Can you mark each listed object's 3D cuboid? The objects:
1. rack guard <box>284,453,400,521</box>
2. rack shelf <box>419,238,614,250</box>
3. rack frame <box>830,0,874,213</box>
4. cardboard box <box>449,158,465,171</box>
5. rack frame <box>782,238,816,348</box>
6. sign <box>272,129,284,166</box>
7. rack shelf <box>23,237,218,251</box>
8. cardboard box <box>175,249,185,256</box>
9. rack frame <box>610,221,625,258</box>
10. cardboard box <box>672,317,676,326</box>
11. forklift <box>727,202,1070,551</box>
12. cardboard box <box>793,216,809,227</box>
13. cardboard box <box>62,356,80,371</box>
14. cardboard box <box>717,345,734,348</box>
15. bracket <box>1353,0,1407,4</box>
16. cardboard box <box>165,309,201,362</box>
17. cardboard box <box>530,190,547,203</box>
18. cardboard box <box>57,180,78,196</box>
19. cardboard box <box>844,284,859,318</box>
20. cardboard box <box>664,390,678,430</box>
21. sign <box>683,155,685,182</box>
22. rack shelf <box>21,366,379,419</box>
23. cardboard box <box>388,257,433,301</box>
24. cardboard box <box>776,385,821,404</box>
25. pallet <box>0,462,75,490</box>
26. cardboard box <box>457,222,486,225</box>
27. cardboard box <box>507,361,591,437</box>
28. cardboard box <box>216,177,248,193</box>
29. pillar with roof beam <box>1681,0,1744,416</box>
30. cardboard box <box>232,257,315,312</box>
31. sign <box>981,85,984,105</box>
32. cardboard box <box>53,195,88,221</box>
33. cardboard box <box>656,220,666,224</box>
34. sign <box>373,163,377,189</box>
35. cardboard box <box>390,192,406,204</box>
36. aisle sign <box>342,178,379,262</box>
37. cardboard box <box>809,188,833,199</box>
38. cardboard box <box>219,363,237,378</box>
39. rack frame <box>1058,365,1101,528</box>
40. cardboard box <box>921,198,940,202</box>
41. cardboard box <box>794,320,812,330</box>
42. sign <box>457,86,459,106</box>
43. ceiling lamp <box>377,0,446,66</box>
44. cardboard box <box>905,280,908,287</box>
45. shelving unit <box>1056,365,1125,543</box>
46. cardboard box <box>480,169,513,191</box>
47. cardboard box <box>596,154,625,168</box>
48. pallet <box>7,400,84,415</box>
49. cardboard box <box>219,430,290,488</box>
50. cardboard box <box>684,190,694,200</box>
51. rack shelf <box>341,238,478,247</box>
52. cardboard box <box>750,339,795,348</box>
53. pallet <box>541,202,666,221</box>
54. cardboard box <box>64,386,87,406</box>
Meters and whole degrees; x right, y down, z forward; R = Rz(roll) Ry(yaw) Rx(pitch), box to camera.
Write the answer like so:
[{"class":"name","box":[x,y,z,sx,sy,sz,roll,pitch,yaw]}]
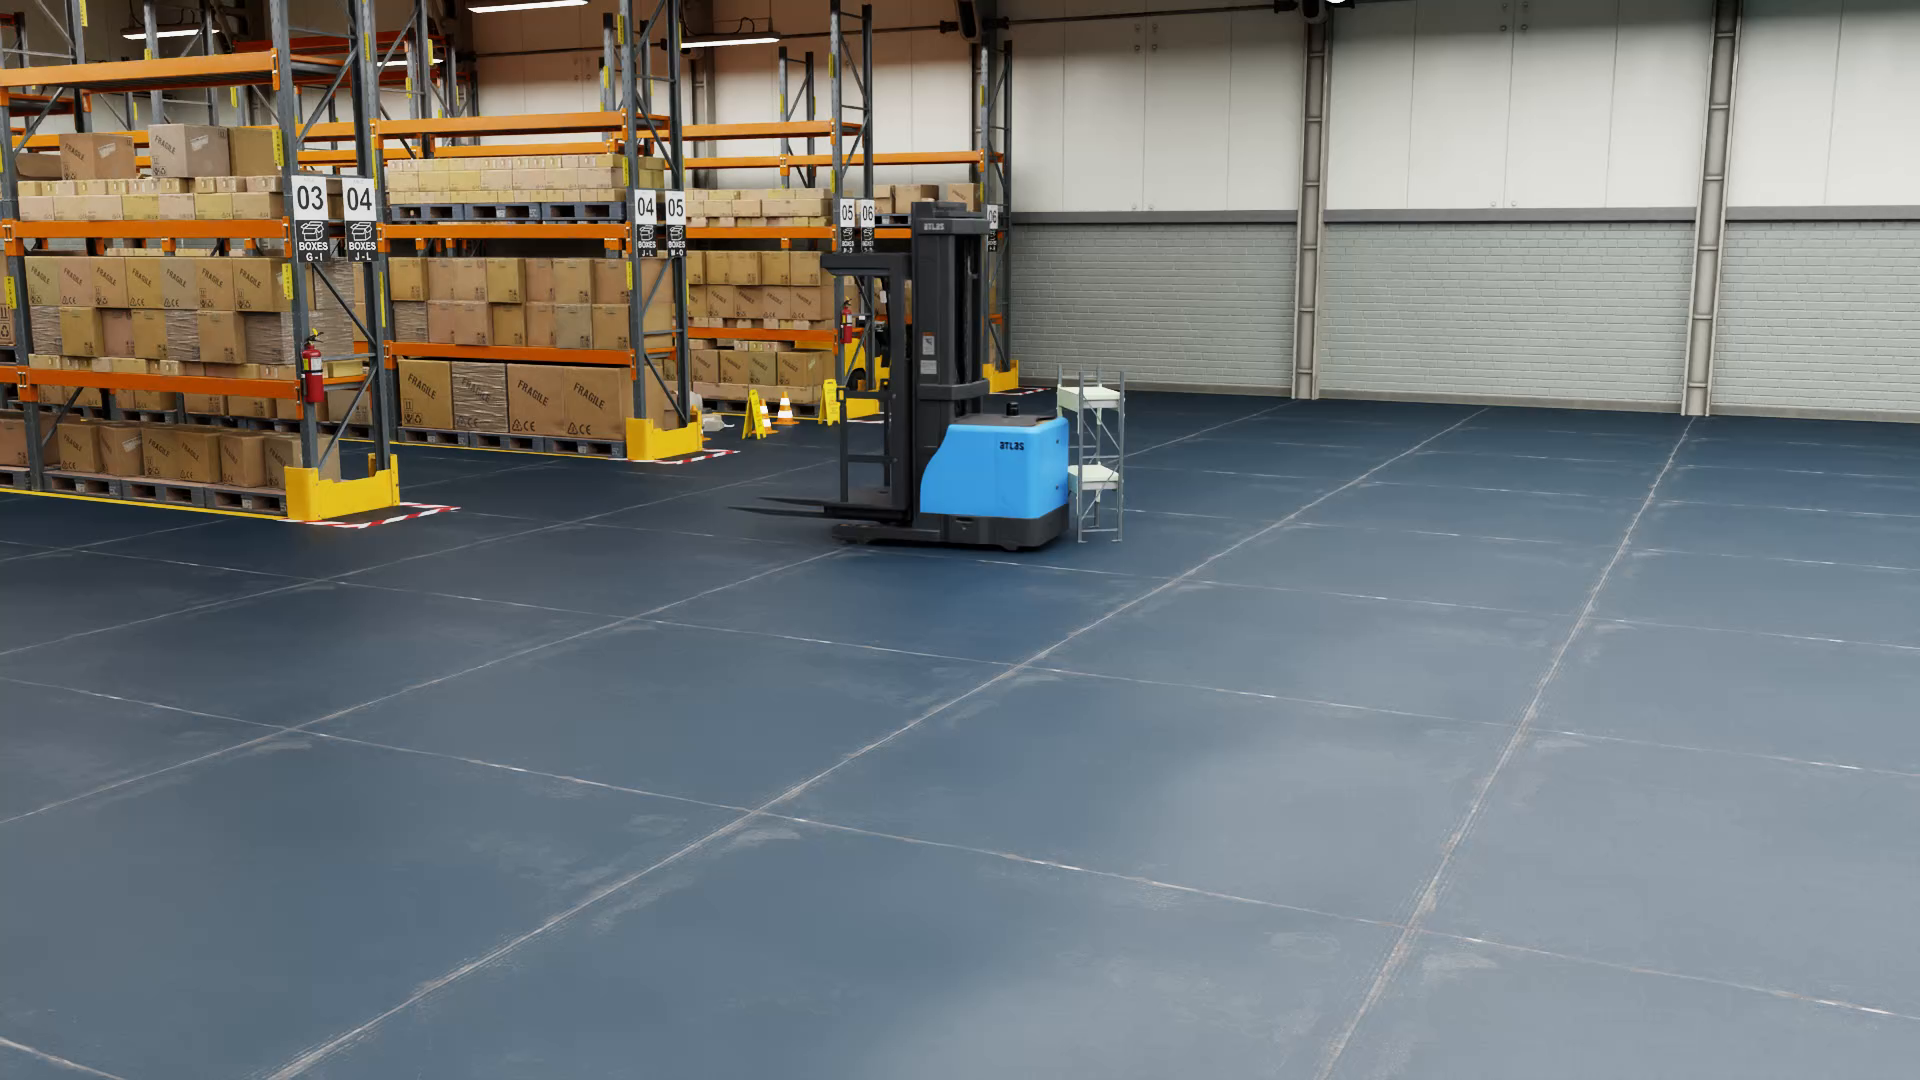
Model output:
[{"class":"rack guard","box":[-6.017,-0.526,16.232,0.348,0.500,1.175,5,11,26]},{"class":"rack shelf","box":[-6.945,-4.927,27.131,4.000,0.370,1.077,5,11,26]},{"class":"rack frame","box":[-1.564,-6.285,24.187,0.127,3.000,1.000,5,11,26]},{"class":"cardboard box","box":[-6.160,-4.687,20.788,0.250,0.149,0.380,5,11,26]},{"class":"rack frame","box":[-2.958,-4.441,30.845,0.127,3.000,1.000,5,11,26]},{"class":"sign","box":[-6.212,-3.575,15.150,0.005,0.325,0.100,5,11,26]},{"class":"rack shelf","box":[-12.631,-4.444,24.460,4.000,0.370,1.077,5,11,26]},{"class":"cardboard box","box":[-14.088,-5.240,30.350,0.250,0.149,0.380,5,11,26]},{"class":"rack frame","box":[-5.151,-3.648,26.463,0.127,3.000,1.000,5,11,26]},{"class":"cardboard box","box":[-4.303,-3.395,25.774,0.250,0.149,0.380,5,12,28]},{"class":"forklift","box":[-0.594,-1.489,14.725,3.031,2.935,1.130,4,11,20]},{"class":"cardboard box","box":[-2.245,-4.683,24.465,0.250,0.149,0.380,5,11,26]},{"class":"cardboard box","box":[-9.021,-1.839,17.177,0.250,0.149,0.380,5,11,26]},{"class":"cardboard box","box":[-3.587,-2.787,26.142,0.500,0.500,0.500,6,12,29]},{"class":"bracket","box":[8.325,-8.281,25.112,4.783,0.066,0.076,5,11,26]},{"class":"cardboard box","box":[-7.361,-2.060,16.573,0.500,0.500,0.875,5,11,26]},{"class":"cardboard box","box":[-5.025,-4.195,20.307,0.250,0.149,0.380,5,11,25]},{"class":"cardboard box","box":[-8.877,-3.554,16.822,0.250,0.149,0.380,5,11,26]},{"class":"cardboard box","box":[-1.866,-3.610,25.137,0.500,0.500,0.500,5,11,25]},{"class":"cardboard box","box":[-4.259,-1.838,23.475,0.637,0.503,0.797,-2,11,-14]},{"class":"sign","box":[-3.413,-4.567,20.445,0.005,0.325,0.100,5,11,26]},{"class":"rack shelf","box":[-7.742,-1.554,16.911,4.000,0.370,1.077,5,11,26]},{"class":"cardboard box","box":[-6.935,-3.420,21.751,0.550,0.550,0.875,5,11,26]},{"class":"cardboard box","box":[-2.430,-2.209,25.054,0.500,0.250,0.500,5,11,26]},{"class":"pallet","box":[-10.235,-0.754,18.304,1.213,0.211,1.003,5,11,26]},{"class":"cardboard box","box":[-7.893,-5.412,27.507,0.500,0.500,0.700,5,11,26]},{"class":"cardboard box","box":[-5.091,-1.807,21.080,0.875,0.875,0.875,5,11,25]},{"class":"cardboard box","box":[-6.811,-3.364,15.772,0.250,0.149,0.380,4,11,23]},{"class":"pillar with roof beam","box":[9.260,-5.643,20.644,0.548,9.000,9.100,5,11,26]},{"class":"cardboard box","box":[-6.552,-2.441,15.874,0.500,0.500,0.500,5,11,26]},{"class":"sign","box":[0.376,-7.491,28.006,0.005,0.325,0.100,5,11,26]},{"class":"cardboard box","box":[-8.769,-3.350,16.817,0.500,0.250,0.500,5,11,25]},{"class":"cardboard box","box":[-4.499,-4.905,25.693,0.250,0.149,0.380,5,11,26]},{"class":"sign","box":[-7.482,-4.647,21.227,0.005,0.325,0.100,5,11,26]},{"class":"cardboard box","box":[-7.075,-4.375,21.302,0.250,0.149,0.380,5,11,25]},{"class":"aisle sign","box":[-5.761,-3.072,15.983,0.004,0.787,0.394,5,11,26]},{"class":"cardboard box","box":[-1.998,-5.057,24.293,0.250,0.149,0.380,5,11,26]},{"class":"cardboard box","box":[-6.984,-1.669,16.236,0.250,0.149,0.380,5,11,26]},{"class":"rack frame","box":[1.083,-0.850,15.217,0.400,1.500,0.023,-2,10,-11]},{"class":"cardboard box","box":[-0.476,-5.828,29.005,0.258,0.266,0.396,5,11,26]},{"class":"cardboard box","box":[-2.270,-3.207,24.730,0.250,0.149,0.380,5,11,25]},{"class":"sign","box":[-8.507,-7.501,28.063,0.005,0.325,0.100,5,11,26]},{"class":"ceiling lamp","box":[-10.353,-10.479,30.970,2.000,3.185,0.800,5,11,26]},{"class":"cardboard box","box":[-0.967,-4.574,29.477,0.250,0.149,0.380,5,11,26]},{"class":"shelving unit","box":[1.156,-0.786,14.864,0.431,1.500,0.755,-2,10,-11]},{"class":"cardboard box","box":[-5.576,-4.452,20.607,0.500,0.250,0.500,5,11,26]},{"class":"cardboard box","box":[-4.116,-4.507,19.795,0.250,0.149,0.380,5,11,26]},{"class":"pallet","box":[-13.726,-2.046,25.445,1.213,0.211,1.003,5,11,26]},{"class":"cardboard box","box":[-7.053,-0.820,16.679,0.500,0.500,0.500,9,14,41]},{"class":"cardboard box","box":[-4.066,-5.241,25.310,0.250,0.149,0.380,5,11,24]},{"class":"rack shelf","box":[-11.926,-6.351,34.996,4.000,0.370,1.077,5,11,26]},{"class":"cardboard box","box":[-3.431,-3.518,31.236,0.625,0.625,0.875,6,12,28]},{"class":"pallet","box":[-4.334,-4.023,20.364,1.213,0.211,1.003,5,11,26]},{"class":"cardboard box","box":[-12.929,-2.275,24.719,0.500,0.500,0.500,5,12,27]}]
